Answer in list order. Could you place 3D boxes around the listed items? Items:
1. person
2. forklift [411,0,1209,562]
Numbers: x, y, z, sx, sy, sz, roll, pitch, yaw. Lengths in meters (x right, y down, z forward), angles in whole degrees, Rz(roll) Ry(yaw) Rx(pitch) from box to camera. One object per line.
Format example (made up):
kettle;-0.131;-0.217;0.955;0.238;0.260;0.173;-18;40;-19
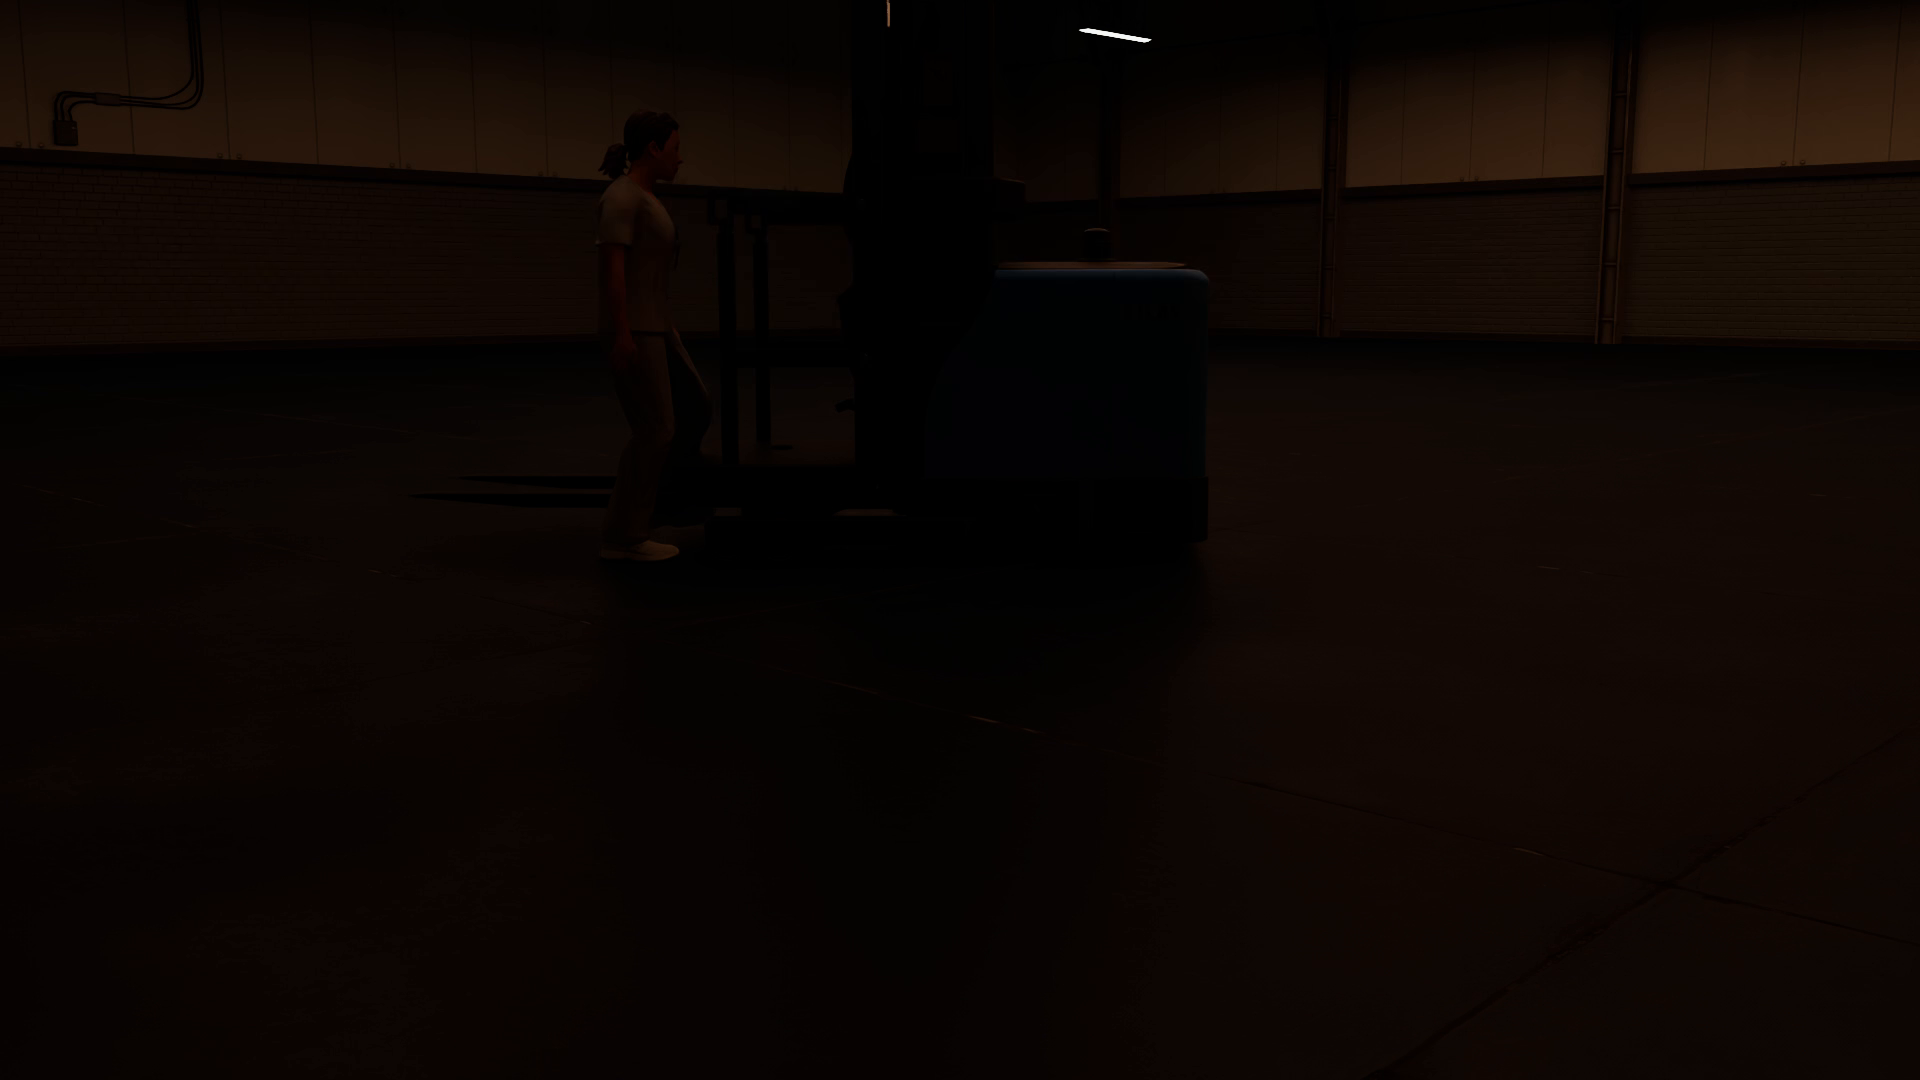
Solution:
person;-1.154;-0.759;6.209;0.402;1.656;0.648;0;9;-3
forklift;-0.581;-1.447;6.485;3.031;2.935;1.130;0;9;0
